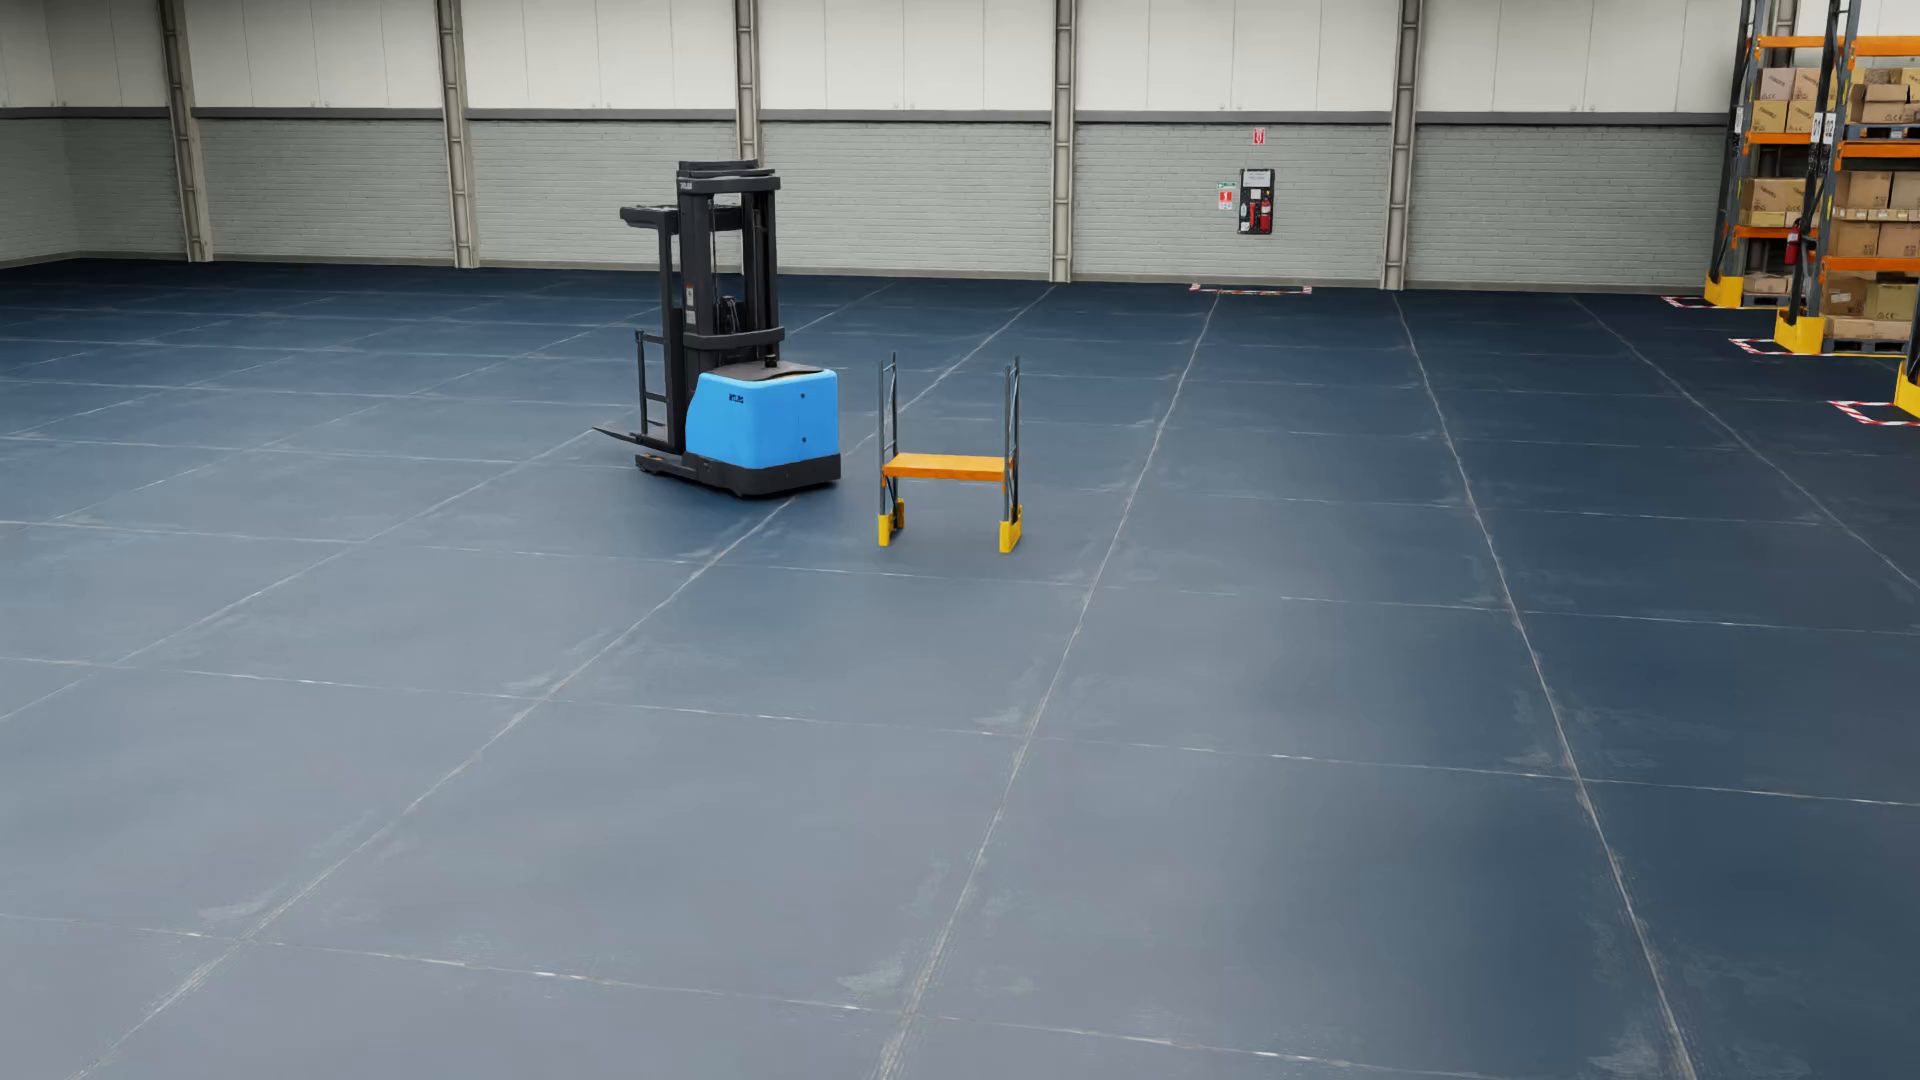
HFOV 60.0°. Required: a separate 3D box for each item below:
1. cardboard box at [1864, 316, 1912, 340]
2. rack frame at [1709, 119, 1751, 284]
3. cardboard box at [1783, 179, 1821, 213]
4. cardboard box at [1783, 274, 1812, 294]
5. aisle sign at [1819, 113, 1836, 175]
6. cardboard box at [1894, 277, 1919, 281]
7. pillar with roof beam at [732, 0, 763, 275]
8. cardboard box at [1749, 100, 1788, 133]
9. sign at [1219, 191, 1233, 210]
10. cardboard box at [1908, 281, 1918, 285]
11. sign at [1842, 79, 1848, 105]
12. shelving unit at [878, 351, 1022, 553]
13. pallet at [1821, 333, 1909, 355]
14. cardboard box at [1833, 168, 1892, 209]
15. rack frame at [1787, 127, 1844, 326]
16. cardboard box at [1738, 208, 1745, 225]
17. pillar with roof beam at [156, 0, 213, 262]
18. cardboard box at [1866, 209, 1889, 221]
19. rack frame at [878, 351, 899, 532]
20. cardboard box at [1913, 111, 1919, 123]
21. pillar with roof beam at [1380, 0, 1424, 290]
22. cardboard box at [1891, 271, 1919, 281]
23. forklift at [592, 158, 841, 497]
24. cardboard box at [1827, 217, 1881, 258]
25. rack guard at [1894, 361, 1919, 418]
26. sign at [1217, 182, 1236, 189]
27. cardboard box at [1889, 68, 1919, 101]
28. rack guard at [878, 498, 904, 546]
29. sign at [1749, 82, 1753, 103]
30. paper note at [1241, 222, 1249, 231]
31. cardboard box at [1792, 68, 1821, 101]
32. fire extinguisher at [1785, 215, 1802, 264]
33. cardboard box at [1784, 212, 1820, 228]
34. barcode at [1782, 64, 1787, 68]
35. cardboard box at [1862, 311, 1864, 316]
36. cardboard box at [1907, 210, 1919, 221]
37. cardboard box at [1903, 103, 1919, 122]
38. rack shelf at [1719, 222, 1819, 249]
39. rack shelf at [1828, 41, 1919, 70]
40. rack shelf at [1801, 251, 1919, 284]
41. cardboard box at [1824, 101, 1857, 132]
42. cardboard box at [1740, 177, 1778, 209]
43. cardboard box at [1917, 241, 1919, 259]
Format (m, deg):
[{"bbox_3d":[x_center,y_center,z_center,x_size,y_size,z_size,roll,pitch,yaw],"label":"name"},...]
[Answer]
[{"bbox_3d":[12.774,-2.921,22.911,0.500,0.250,0.500,3,16,11],"label":"cardboard box"},{"bbox_3d":[12.785,-5.452,27.685,0.127,3.000,1.000,3,16,11],"label":"rack frame"},{"bbox_3d":[13.676,-5.618,27.122,0.500,0.500,0.500,3,16,11],"label":"cardboard box"},{"bbox_3d":[14.004,-4.278,27.657,0.500,0.311,0.500,4,16,16],"label":"cardboard box"},{"bbox_3d":[11.676,-5.332,22.382,0.004,0.787,0.394,3,16,11],"label":"aisle sign"},{"bbox_3d":[13.370,-3.395,23.216,0.500,0.500,0.500,3,16,11],"label":"cardboard box"},{"bbox_3d":[-4.853,-8.364,26.957,0.400,9.000,9.100,3,16,11],"label":"pillar with roof beam"},{"bbox_3d":[13.063,-6.872,26.968,0.500,0.500,0.500,4,16,13],"label":"cardboard box"},{"bbox_3d":[4.829,-6.175,30.229,0.234,0.329,0.001,3,16,11],"label":"sign"},{"bbox_3d":[13.266,-3.259,22.725,0.500,0.500,0.500,3,16,11],"label":"cardboard box"},{"bbox_3d":[11.685,-5.916,21.955,0.005,0.325,0.100,3,16,11],"label":"sign"},{"bbox_3d":[-0.075,-0.727,13.435,1.083,1.500,0.587,3,16,11],"label":"shelving unit"},{"bbox_3d":[12.560,-2.783,23.271,1.213,0.211,1.003,3,16,11],"label":"pallet"},{"bbox_3d":[12.309,-4.798,22.707,0.500,0.500,0.700,3,16,11],"label":"cardboard box"},{"bbox_3d":[11.802,-4.156,23.006,0.127,3.000,1.000,3,16,11],"label":"rack frame"},{"bbox_3d":[13.282,-5.415,27.795,0.500,0.250,0.500,3,16,12],"label":"cardboard box"},{"bbox_3d":[-16.612,-9.002,29.262,0.400,9.000,9.100,3,16,11],"label":"pillar with roof beam"},{"bbox_3d":[12.403,-4.426,22.579,0.250,0.149,0.380,3,16,10],"label":"cardboard box"},{"bbox_3d":[-0.582,-0.754,13.535,0.032,1.500,0.500,3,16,11],"label":"rack frame"},{"bbox_3d":[12.920,-5.642,22.172,0.250,0.149,0.380,3,16,11],"label":"cardboard box"},{"bbox_3d":[6.906,-7.725,24.653,0.400,9.000,9.100,3,16,11],"label":"pillar with roof beam"},{"bbox_3d":[15.680,-4.291,27.353,0.500,0.500,0.500,2,16,7],"label":"cardboard box"},{"bbox_3d":[-2.479,-2.121,15.786,1.130,2.935,3.031,-14,21,-41],"label":"forklift"},{"bbox_3d":[12.257,-4.176,22.891,0.500,0.500,0.700,3,16,11],"label":"cardboard box"},{"bbox_3d":[10.895,-1.664,18.692,0.348,0.500,1.175,3,16,11],"label":"rack guard"},{"bbox_3d":[4.831,-6.428,30.149,0.331,0.109,0.001,3,16,11],"label":"sign"},{"bbox_3d":[15.107,-7.232,26.392,0.500,0.500,0.500,3,16,9],"label":"cardboard box"},{"bbox_3d":[-0.563,-0.151,13.698,0.087,0.250,0.587,3,16,11],"label":"rack guard"},{"bbox_3d":[12.677,-7.177,26.655,0.005,0.325,0.100,3,16,11],"label":"sign"},{"bbox_3d":[5.190,-5.705,30.247,0.142,0.148,0.016,3,16,11],"label":"paper note"},{"bbox_3d":[13.596,-7.313,26.687,0.500,0.500,0.500,3,16,10],"label":"cardboard box"},{"bbox_3d":[11.779,-4.247,23.477,0.183,0.674,0.296,3,16,11],"label":"fire extinguisher"},{"bbox_3d":[13.712,-5.257,27.222,0.500,0.250,0.500,3,16,9],"label":"cardboard box"},{"bbox_3d":[13.581,-7.810,27.393,0.075,0.075,0.001,3,16,11],"label":"barcode"},{"bbox_3d":[12.879,-3.059,23.408,0.500,0.250,0.500,3,16,11],"label":"cardboard box"},{"bbox_3d":[12.894,-4.399,22.479,0.250,0.149,0.380,3,16,10],"label":"cardboard box"},{"bbox_3d":[12.983,-5.807,22.578,0.500,0.250,0.500,3,16,11],"label":"cardboard box"},{"bbox_3d":[14.745,-4.999,27.397,4.000,0.370,1.077,3,16,11],"label":"rack shelf"},{"bbox_3d":[13.762,-6.401,21.970,4.000,0.370,1.077,3,16,11],"label":"rack shelf"},{"bbox_3d":[13.762,-3.703,22.718,4.000,0.370,1.077,3,16,11],"label":"rack shelf"},{"bbox_3d":[14.092,-6.808,26.735,0.500,0.500,0.500,4,16,14],"label":"cardboard box"},{"bbox_3d":[13.290,-5.781,27.712,0.500,0.500,0.500,3,16,10],"label":"cardboard box"},{"bbox_3d":[13.258,-4.121,22.694,0.500,0.500,0.700,3,16,11],"label":"cardboard box"}]
